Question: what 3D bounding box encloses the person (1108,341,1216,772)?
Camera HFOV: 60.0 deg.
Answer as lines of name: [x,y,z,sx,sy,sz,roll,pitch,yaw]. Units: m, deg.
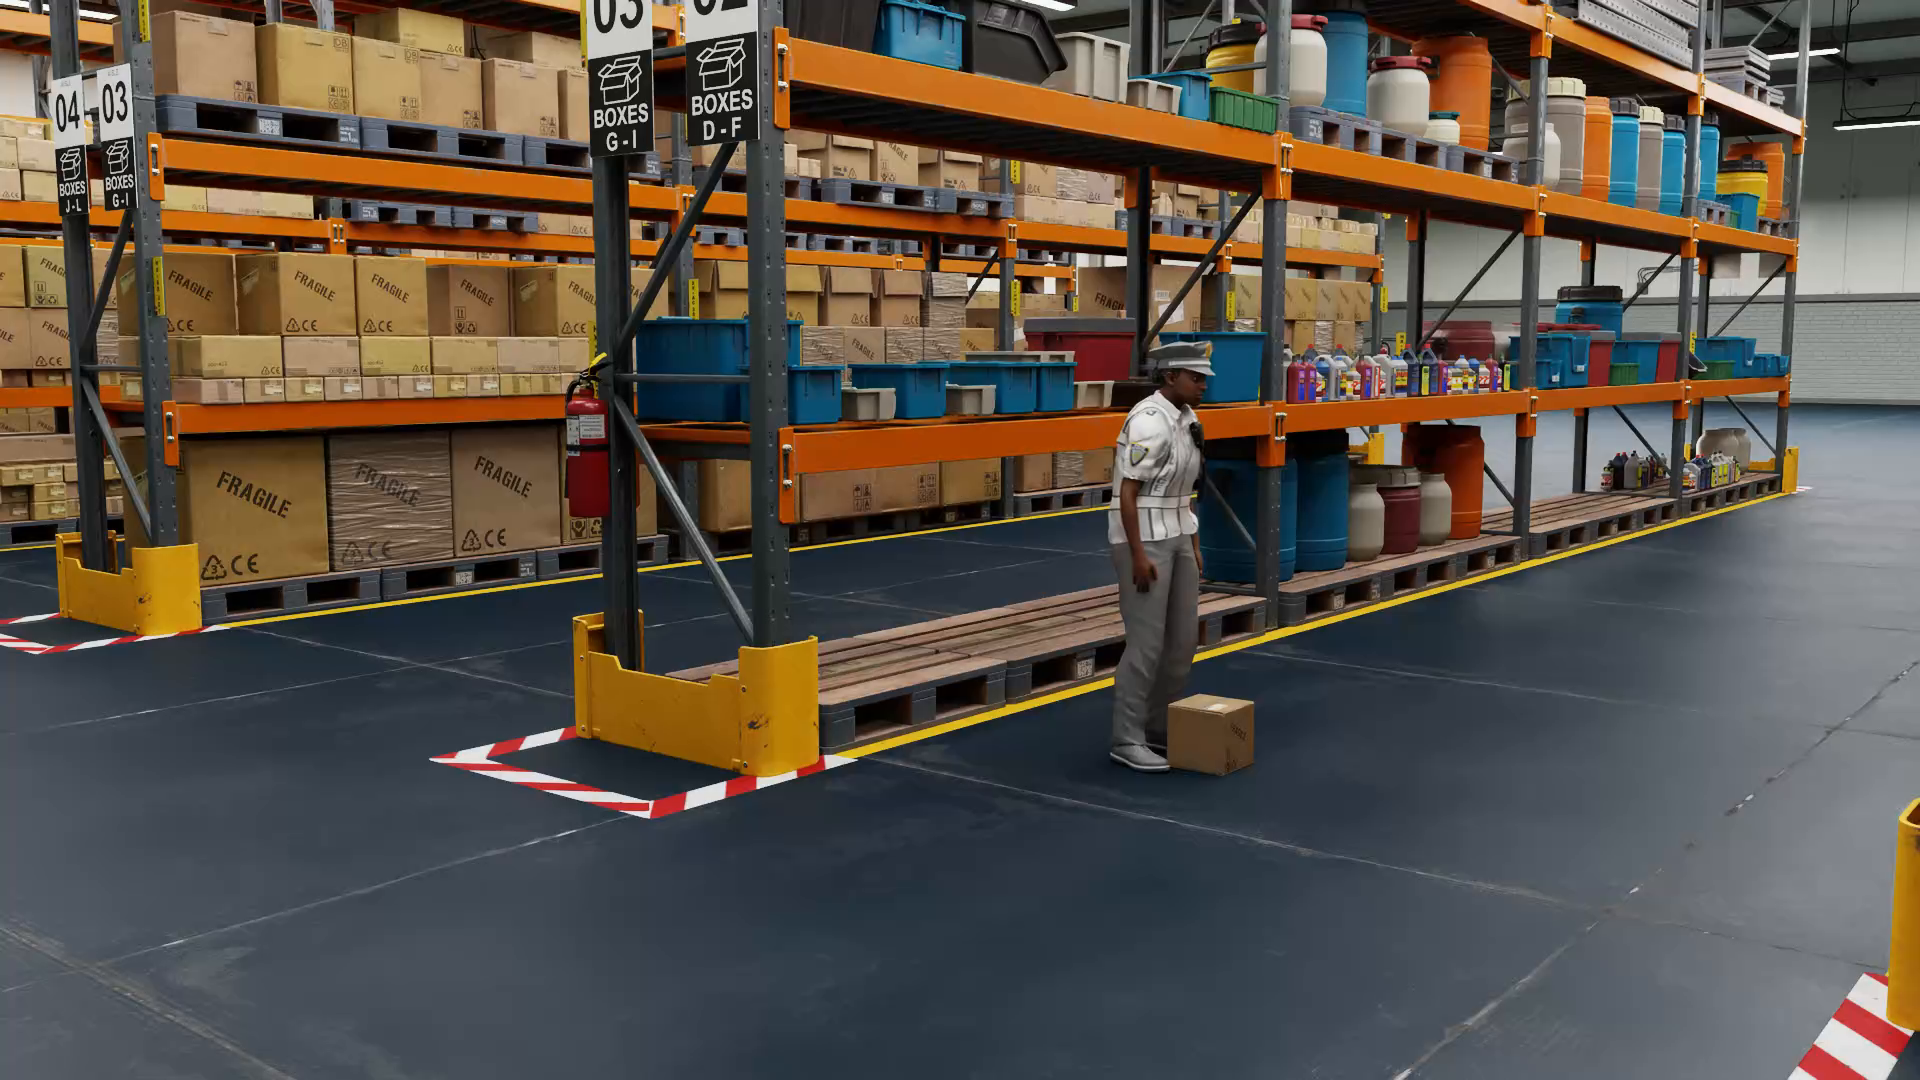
person: [0.800,0.048,6.586,0.398,1.659,0.521,5,8,37]
